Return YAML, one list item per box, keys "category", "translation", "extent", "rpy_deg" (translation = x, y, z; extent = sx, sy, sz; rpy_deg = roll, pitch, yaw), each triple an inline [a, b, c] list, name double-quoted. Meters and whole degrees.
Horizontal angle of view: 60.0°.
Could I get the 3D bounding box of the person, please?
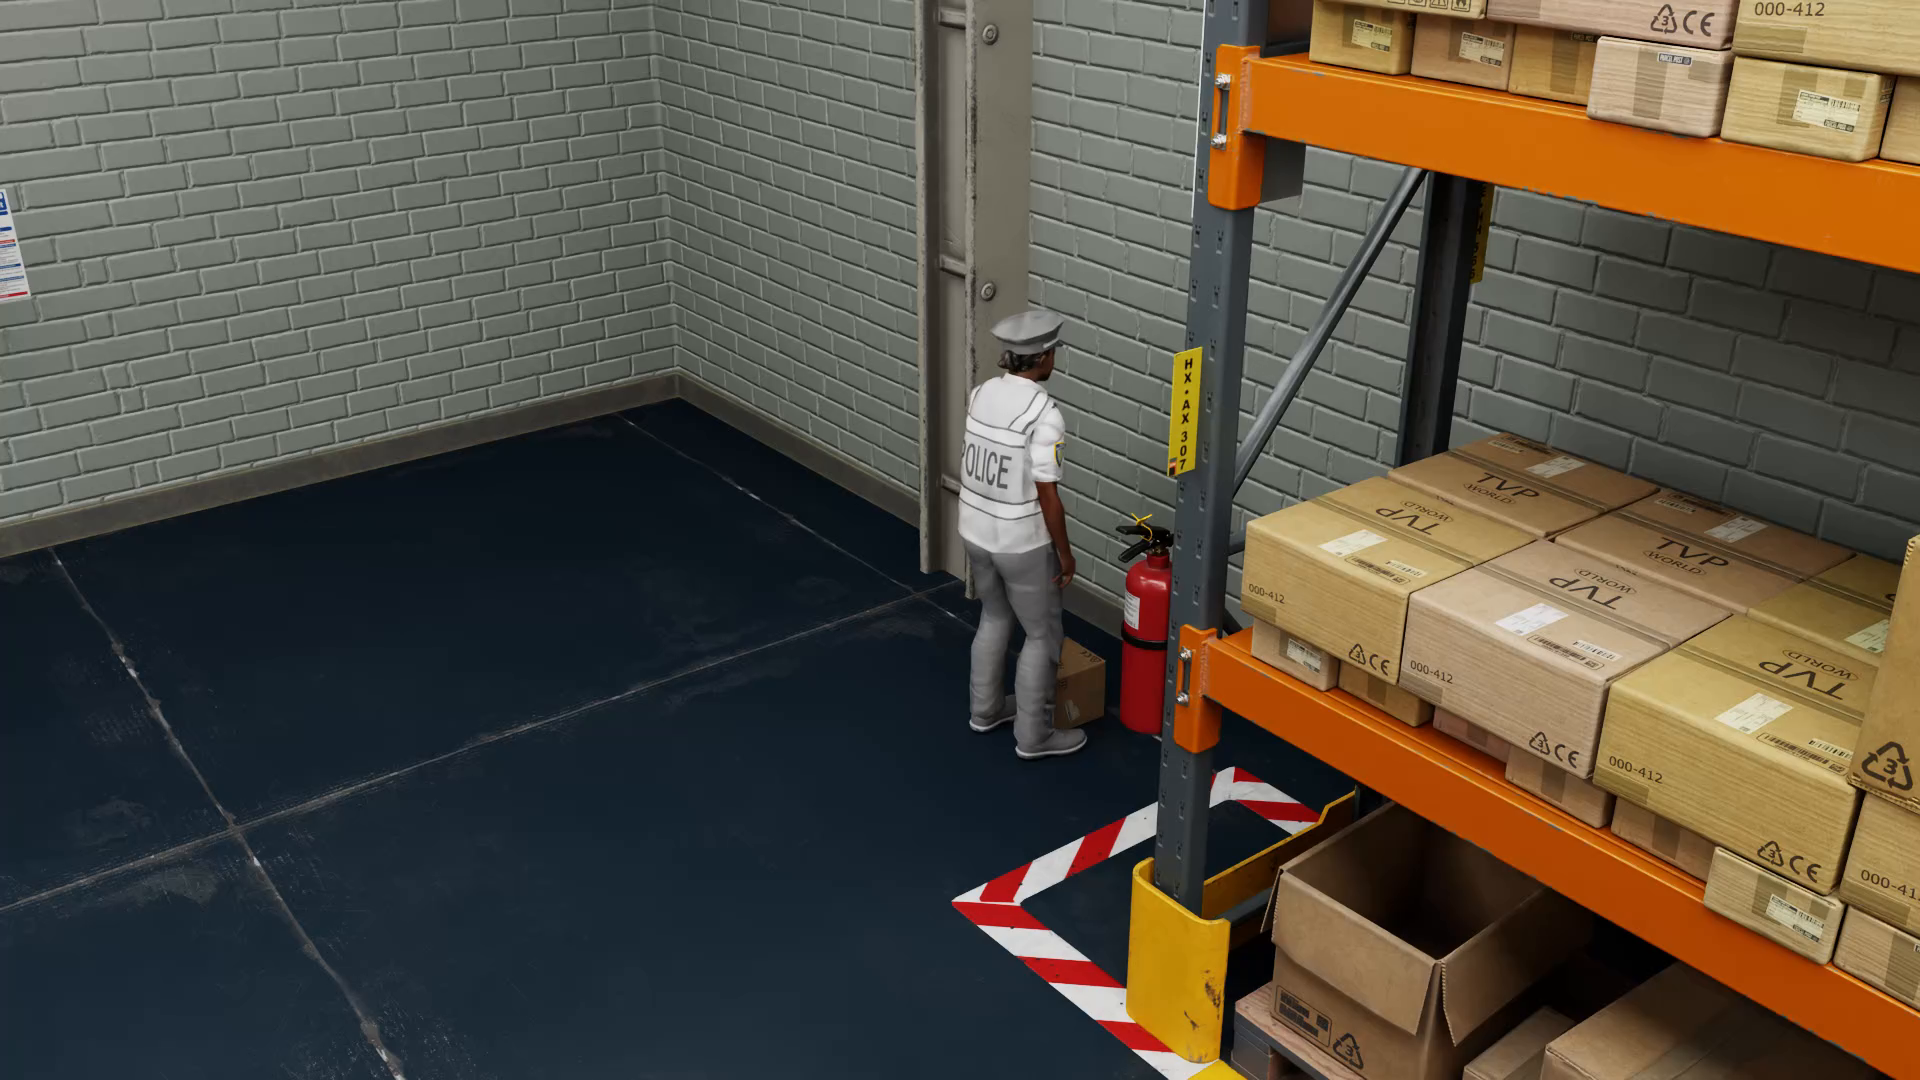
- category: "person"
  translation: [0.218, -0.006, 6.116]
  extent: [0.394, 1.662, 0.527]
  rpy_deg: [-20, 31, -36]
